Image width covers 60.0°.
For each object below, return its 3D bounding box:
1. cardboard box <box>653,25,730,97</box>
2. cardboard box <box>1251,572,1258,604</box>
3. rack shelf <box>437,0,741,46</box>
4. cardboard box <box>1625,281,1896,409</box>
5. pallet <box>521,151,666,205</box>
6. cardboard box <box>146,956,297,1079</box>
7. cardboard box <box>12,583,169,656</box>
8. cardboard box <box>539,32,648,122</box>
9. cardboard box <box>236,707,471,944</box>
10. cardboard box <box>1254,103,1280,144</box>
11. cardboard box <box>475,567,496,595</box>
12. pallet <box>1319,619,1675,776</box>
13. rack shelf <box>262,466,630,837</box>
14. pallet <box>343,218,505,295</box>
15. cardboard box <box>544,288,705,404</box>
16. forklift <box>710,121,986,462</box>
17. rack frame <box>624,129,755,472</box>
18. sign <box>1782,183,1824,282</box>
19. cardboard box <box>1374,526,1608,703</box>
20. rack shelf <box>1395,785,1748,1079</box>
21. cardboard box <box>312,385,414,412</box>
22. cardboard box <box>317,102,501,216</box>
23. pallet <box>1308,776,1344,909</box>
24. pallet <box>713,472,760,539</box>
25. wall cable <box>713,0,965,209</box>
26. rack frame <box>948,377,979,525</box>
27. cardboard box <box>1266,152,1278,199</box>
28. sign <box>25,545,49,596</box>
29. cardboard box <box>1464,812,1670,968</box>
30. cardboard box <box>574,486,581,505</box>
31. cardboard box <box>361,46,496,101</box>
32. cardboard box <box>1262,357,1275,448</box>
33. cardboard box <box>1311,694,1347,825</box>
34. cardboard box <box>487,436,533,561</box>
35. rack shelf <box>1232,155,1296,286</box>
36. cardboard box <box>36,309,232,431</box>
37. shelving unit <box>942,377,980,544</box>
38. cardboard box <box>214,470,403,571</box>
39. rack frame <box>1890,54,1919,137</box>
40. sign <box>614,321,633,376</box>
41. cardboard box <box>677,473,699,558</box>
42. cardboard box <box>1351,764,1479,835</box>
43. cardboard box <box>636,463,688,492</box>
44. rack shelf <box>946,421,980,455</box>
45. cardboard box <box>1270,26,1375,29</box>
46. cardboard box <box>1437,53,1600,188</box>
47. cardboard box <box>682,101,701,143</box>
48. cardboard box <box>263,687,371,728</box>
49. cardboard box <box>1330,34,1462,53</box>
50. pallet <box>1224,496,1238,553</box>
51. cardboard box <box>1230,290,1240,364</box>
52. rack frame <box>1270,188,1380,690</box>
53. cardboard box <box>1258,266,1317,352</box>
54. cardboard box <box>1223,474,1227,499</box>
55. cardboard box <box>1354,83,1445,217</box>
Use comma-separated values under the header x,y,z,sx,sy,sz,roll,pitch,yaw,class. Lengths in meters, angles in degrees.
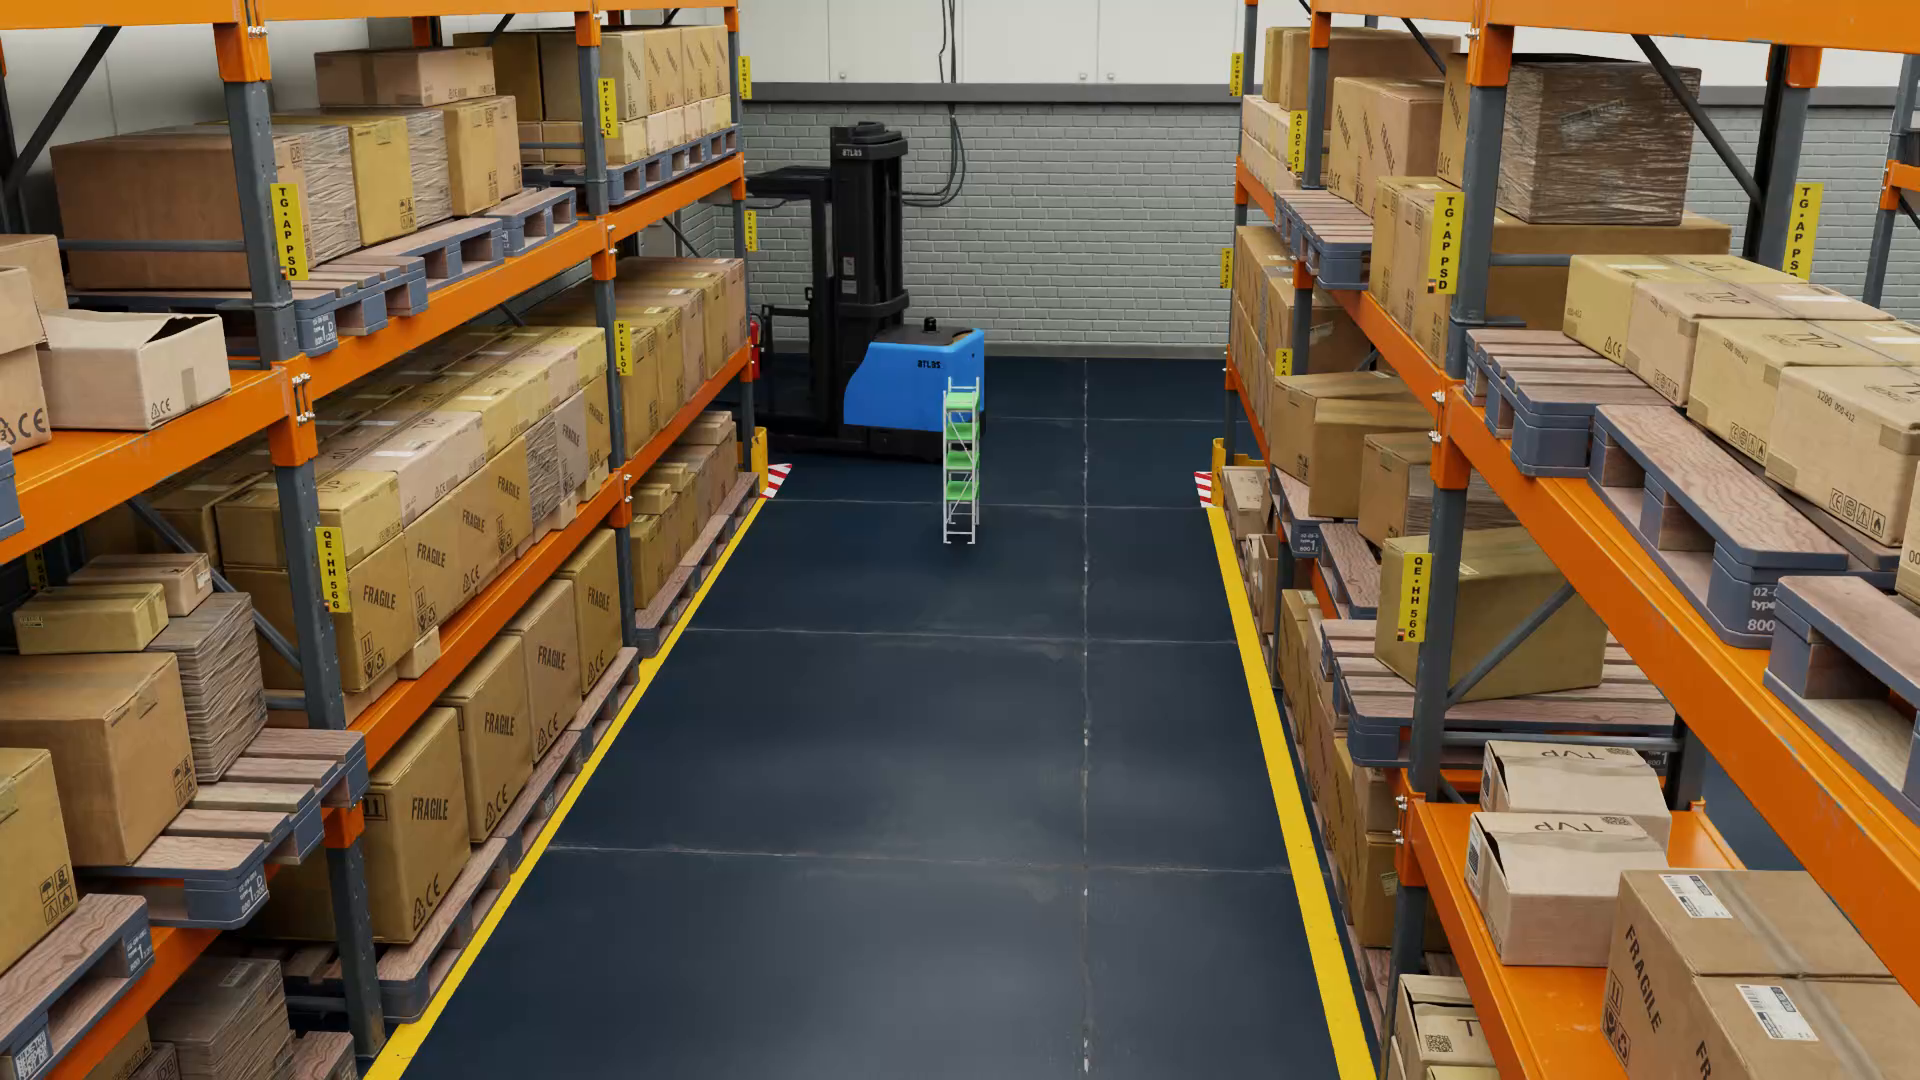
x,y,z,sx,sy,sz,roll,pitch,yaw,class
-2.029,-3.596,12.464,0.500,0.500,0.500,1,18,4,cardboard box
2.131,0.325,10.986,0.380,0.149,0.250,1,18,4,cardboard box
-2.392,-3.569,11.162,1.077,0.370,4.000,1,18,4,rack shelf
2.123,-0.526,4.460,0.500,0.250,0.500,2,18,5,cardboard box
-2.466,-2.266,10.347,1.003,0.211,1.213,1,18,4,pallet
-2.821,1.817,5.869,0.700,0.500,0.500,2,18,5,cardboard box
-2.825,0.256,5.414,0.380,0.149,0.250,-2,18,-5,cardboard box
-2.204,-2.802,10.041,0.500,0.500,0.500,1,18,3,cardboard box
-2.638,1.210,7.192,0.750,0.750,0.750,1,18,3,cardboard box
2.324,-2.889,11.545,0.500,0.250,0.500,1,18,4,cardboard box
-2.468,0.149,8.021,0.380,0.149,0.250,1,18,4,cardboard box
2.098,0.602,6.578,1.213,0.211,1.003,1,18,4,pallet
-2.678,0.334,8.242,1.077,0.370,4.000,1,18,4,rack shelf
-2.751,-1.271,7.471,1.003,0.211,1.213,2,18,6,pallet
-2.380,-1.393,11.874,0.980,0.700,0.700,0,18,1,cardboard box
-1.331,-2.351,15.390,3.031,2.935,1.130,6,19,17,forklift
-2.248,-1.872,13.817,1.000,3.000,0.127,1,18,4,rack frame
2.672,-0.971,5.295,0.100,0.325,0.005,1,18,4,sign
2.052,0.277,6.424,0.700,0.500,0.500,-5,19,-15,cardboard box
1.976,1.686,4.117,1.077,0.370,4.000,1,18,4,rack shelf
-2.931,-0.566,7.960,0.500,0.250,0.500,1,18,3,cardboard box
-2.683,-1.866,8.116,0.700,0.500,0.500,1,18,3,cardboard box
2.301,1.439,8.193,1.003,0.211,1.213,1,18,4,pallet
-2.228,-0.296,13.488,1.003,0.211,1.213,1,18,4,pallet
-1.486,-4.995,18.703,3.097,2.526,0.112,1,18,4,wall cable
0.029,-0.697,13.124,0.240,1.200,0.015,1,18,4,rack frame
2.249,-2.341,10.675,0.500,0.250,0.500,1,18,4,cardboard box
-3.376,0.052,6.089,0.100,0.325,0.005,1,18,4,sign
1.862,1.038,5.080,0.500,0.311,0.500,1,18,3,cardboard box
-2.335,-0.250,9.239,0.380,0.149,0.250,2,18,6,cardboard box
-2.729,-2.397,8.533,0.500,0.250,0.500,3,18,8,cardboard box
2.222,-0.888,10.656,0.500,0.500,0.500,2,18,5,cardboard box
2.021,1.082,8.112,0.500,0.500,0.500,1,18,2,cardboard box
-2.419,-0.209,8.073,0.500,0.500,0.500,2,18,5,cardboard box
2.549,-2.224,11.233,1.077,0.370,4.000,1,18,4,rack shelf
-2.604,-0.550,5.077,0.500,0.311,0.500,1,18,4,cardboard box
0.012,-0.622,12.893,0.258,1.200,0.503,1,18,4,shelving unit
-2.530,-0.086,6.493,0.500,0.250,0.500,2,18,5,cardboard box
7.633,-4.501,12.208,1.000,3.000,0.127,1,18,4,rack frame
-1.993,-1.133,9.830,0.100,0.325,0.005,1,18,4,sign
-2.301,-0.186,12.014,0.700,0.500,0.500,2,18,5,cardboard box
1.952,1.032,7.061,0.500,0.250,0.500,2,18,6,cardboard box
-2.135,-0.444,11.758,0.380,0.149,0.250,1,18,2,cardboard box
0.012,-0.789,12.838,0.258,0.148,0.480,1,18,4,rack shelf
2.672,-3.550,12.357,0.700,0.500,0.500,1,18,4,cardboard box
2.230,-1.678,6.642,0.500,0.500,0.500,1,18,4,cardboard box
-2.105,-2.916,11.593,0.500,0.250,0.500,1,18,2,cardboard box
-2.567,0.626,6.567,0.380,0.149,0.250,1,18,3,cardboard box
2.580,-2.772,9.981,0.700,0.500,0.500,1,18,4,cardboard box
2.631,-0.166,13.090,1.003,0.211,1.213,1,18,4,pallet
2.398,-1.678,13.065,0.500,0.500,0.500,2,18,5,cardboard box
2.406,-0.520,9.692,1.000,3.000,0.127,1,18,4,rack frame
2.254,-1.521,10.981,0.500,0.500,0.500,1,18,4,cardboard box
2.302,-0.425,13.246,0.380,0.166,0.250,1,18,4,cardboard box
2.271,-1.877,8.021,0.600,0.600,0.600,1,18,3,cardboard box
